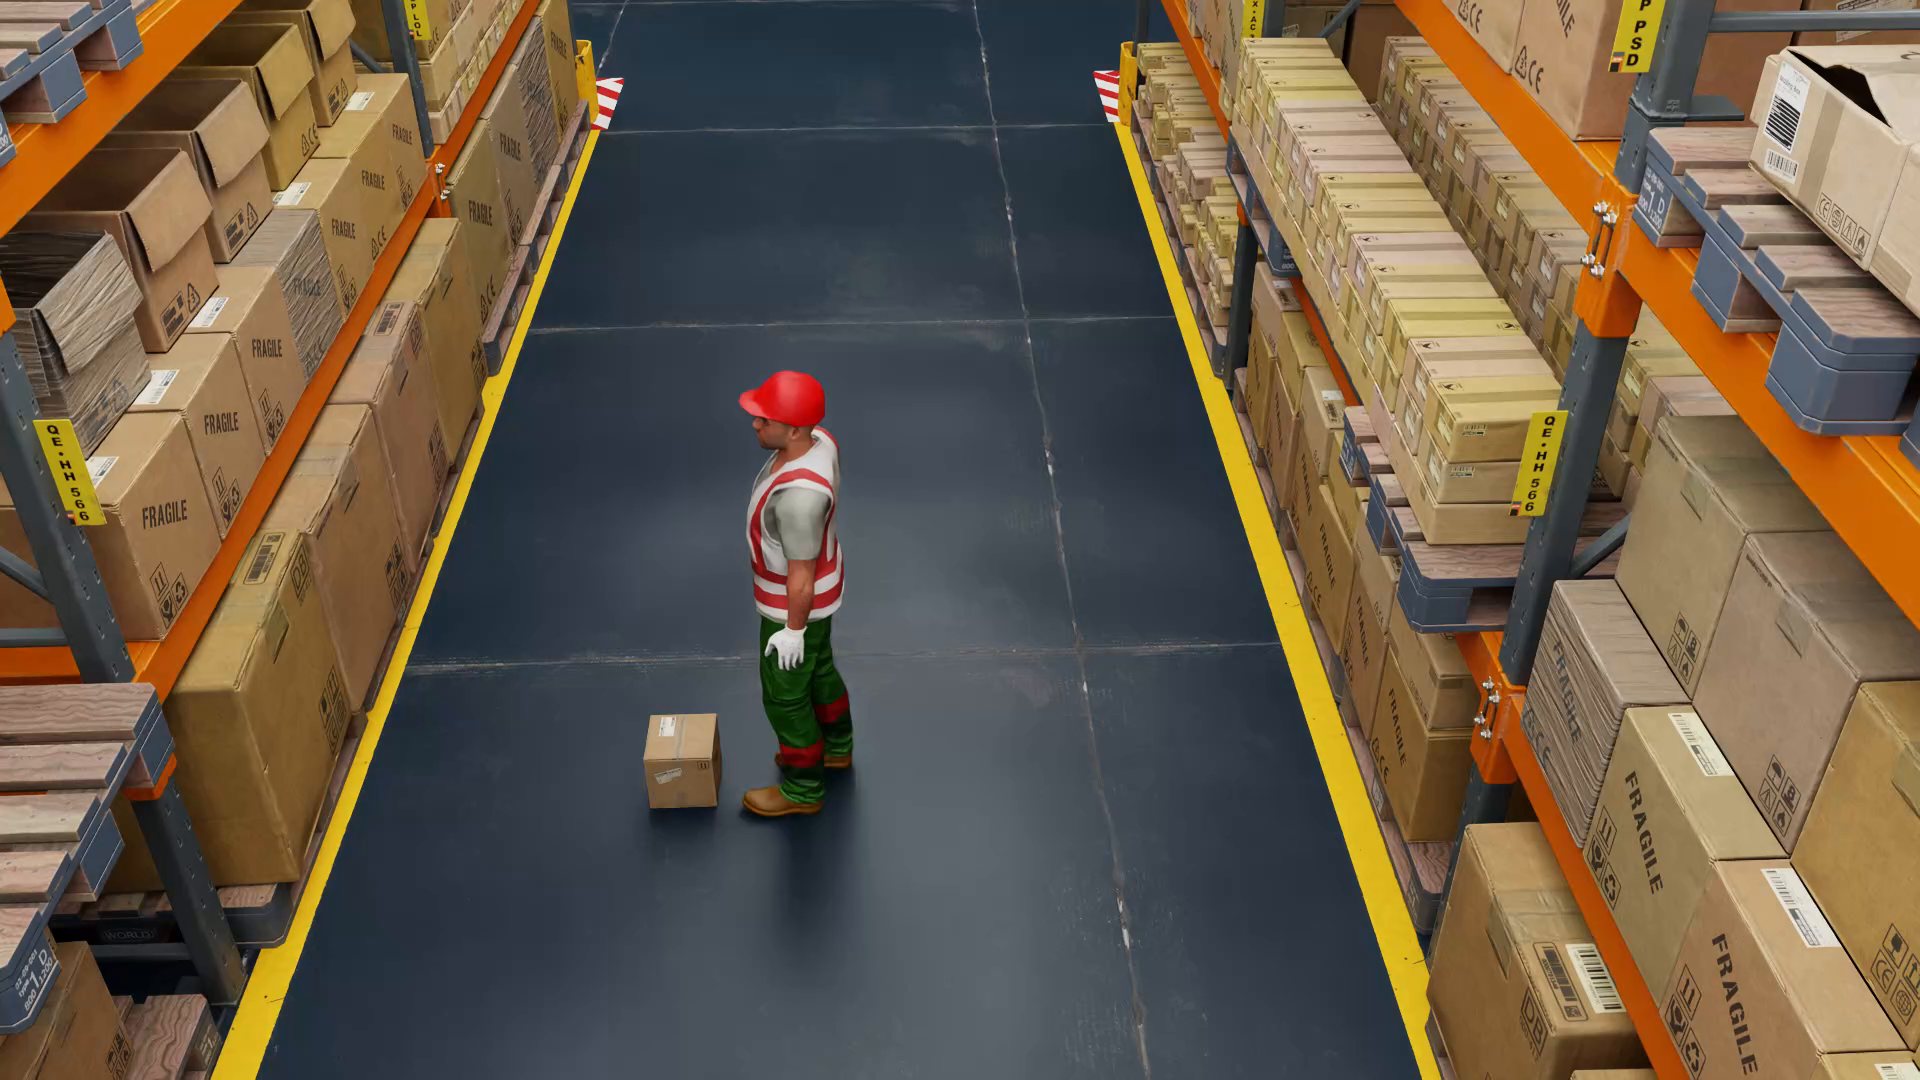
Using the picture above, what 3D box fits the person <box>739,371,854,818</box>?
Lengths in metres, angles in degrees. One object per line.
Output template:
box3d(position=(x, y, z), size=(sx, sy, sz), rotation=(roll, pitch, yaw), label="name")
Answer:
box3d(position=(-0.609, 0.200, 5.838), size=(0.414, 1.793, 0.525), rotation=(-1, 35, -1), label="person")
